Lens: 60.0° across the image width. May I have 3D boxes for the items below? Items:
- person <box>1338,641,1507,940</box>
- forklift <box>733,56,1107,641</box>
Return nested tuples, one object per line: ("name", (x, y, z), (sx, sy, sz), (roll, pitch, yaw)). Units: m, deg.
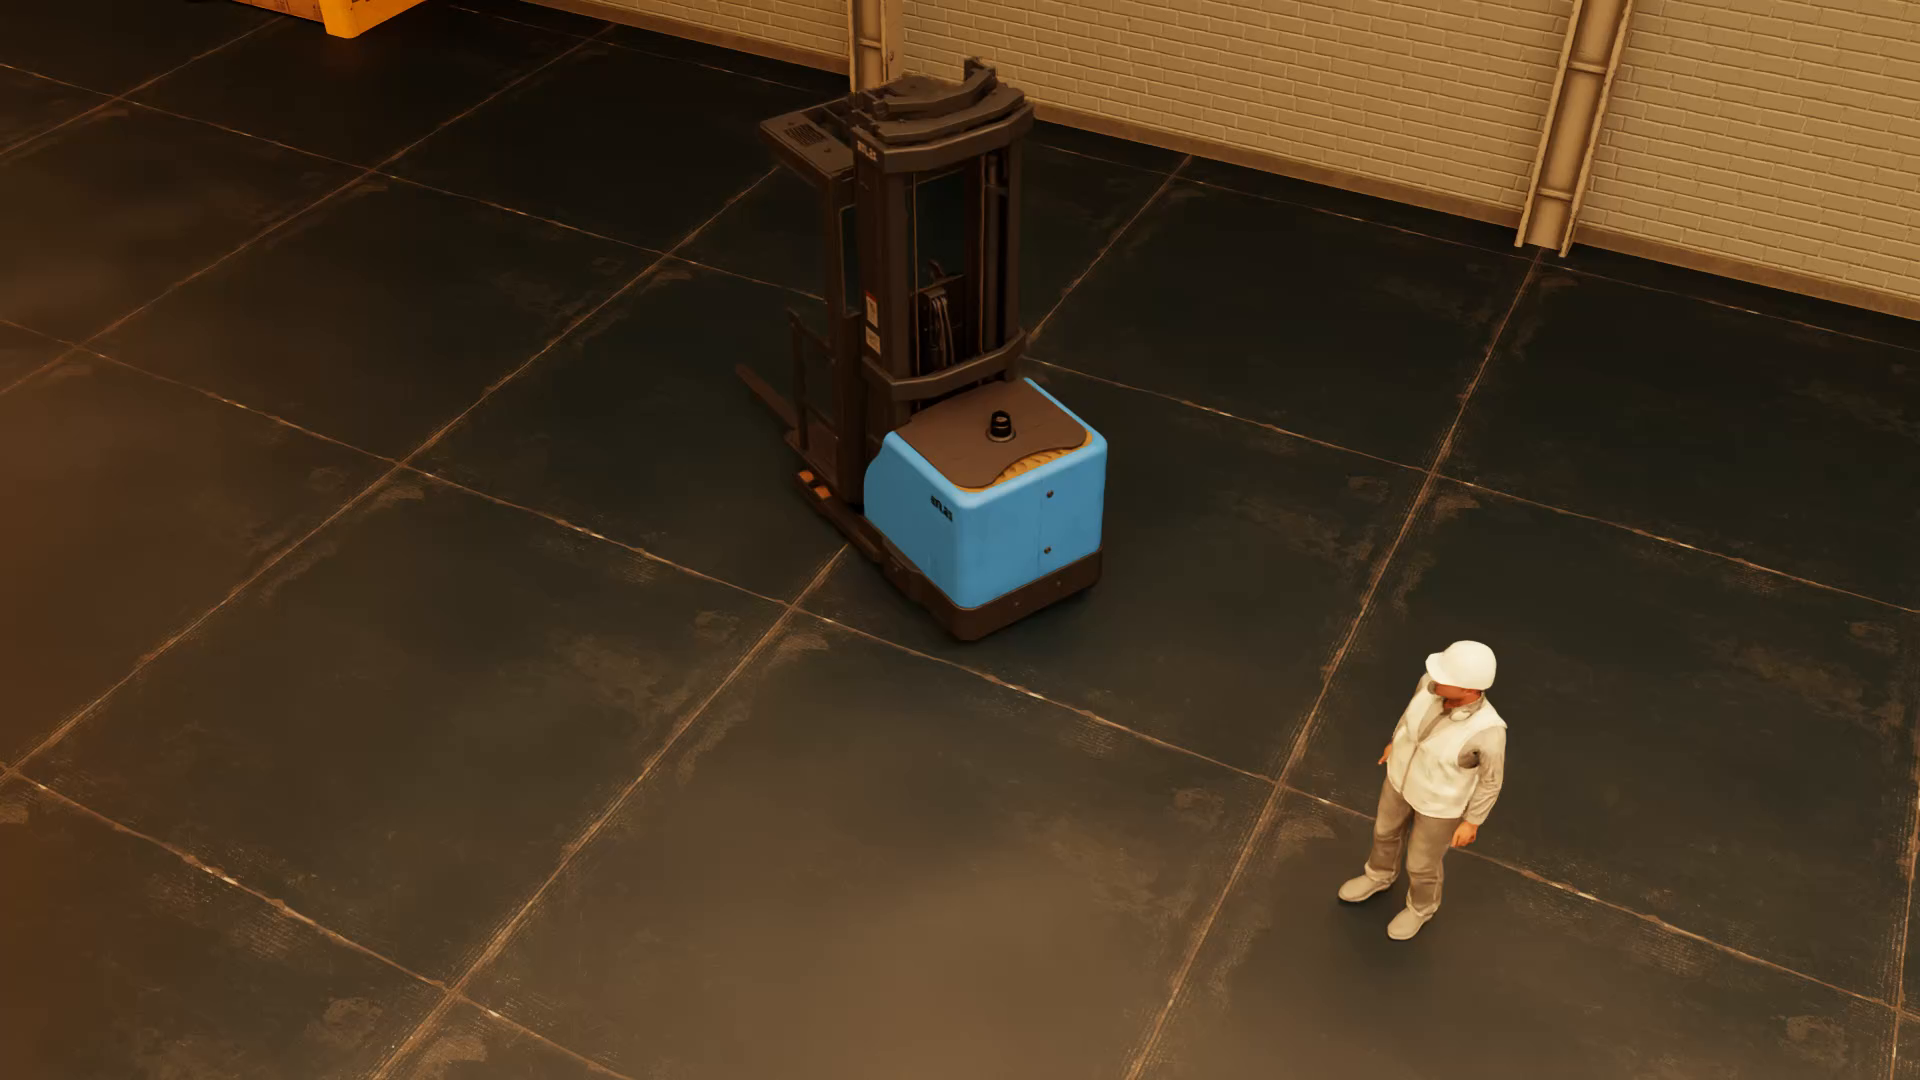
("person", (2.113, 1.119, 7.558), (0.404, 1.776, 0.617), (-19, 44, -21))
("forklift", (-0.413, -1.458, 9.717), (1.130, 2.935, 3.031), (-24, 46, -26))
